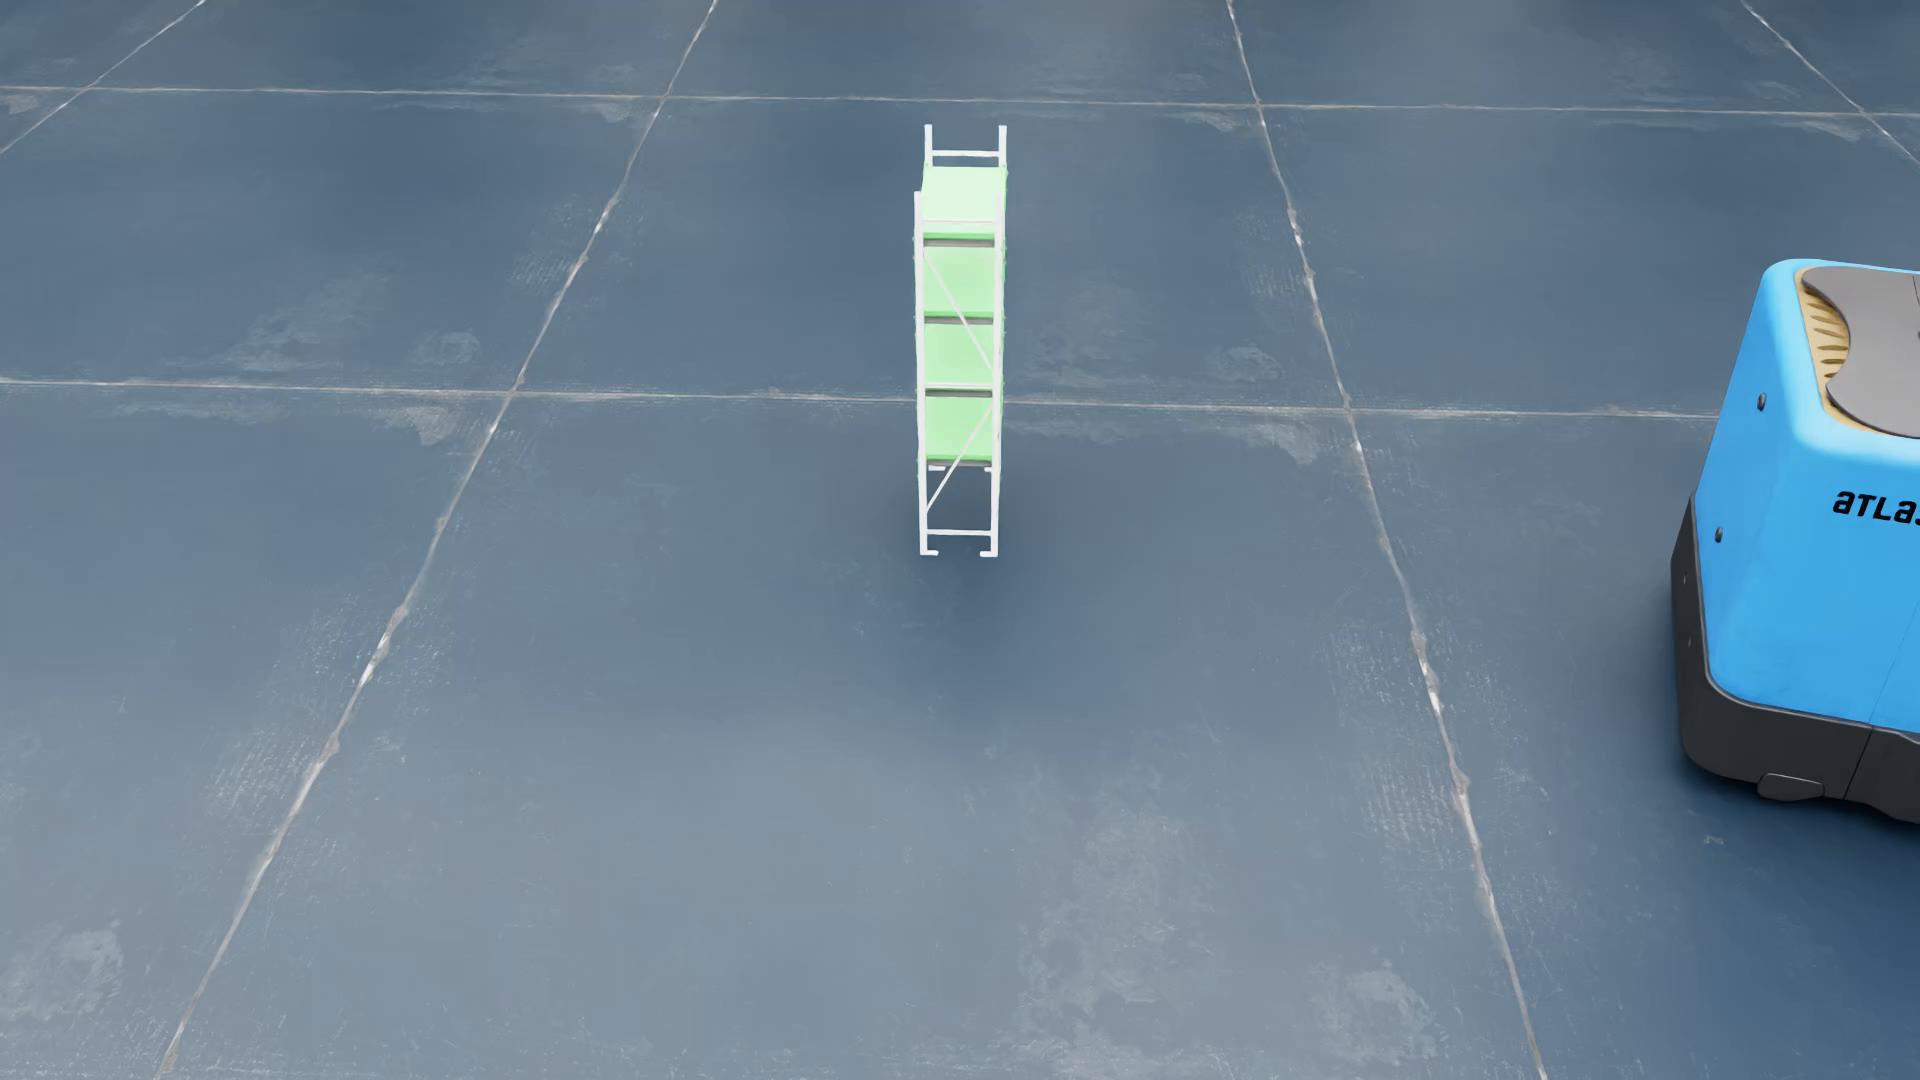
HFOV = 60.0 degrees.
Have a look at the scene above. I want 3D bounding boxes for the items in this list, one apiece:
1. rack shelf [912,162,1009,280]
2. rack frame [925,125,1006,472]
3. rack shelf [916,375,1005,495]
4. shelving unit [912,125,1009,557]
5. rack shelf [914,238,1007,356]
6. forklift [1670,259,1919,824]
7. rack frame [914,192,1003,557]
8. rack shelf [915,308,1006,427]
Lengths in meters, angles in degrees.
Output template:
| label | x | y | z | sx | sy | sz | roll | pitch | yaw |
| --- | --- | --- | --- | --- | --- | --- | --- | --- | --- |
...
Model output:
| label | x | y | z | sx | sy | sz | roll | pitch | yaw |
| --- | --- | --- | --- | --- | --- | --- | --- | --- | --- |
| rack shelf | 0.007 | -0.926 | 4.801 | 0.258 | 0.148 | 0.480 | 1 | 35 | 2 |
| rack frame | 0.016 | -0.726 | 5.240 | 0.240 | 1.200 | 0.015 | 1 | 35 | 2 |
| rack shelf | 0.007 | -0.337 | 5.215 | 0.258 | 0.148 | 0.480 | 1 | 35 | 2 |
| shelving unit | 0.007 | -0.586 | 5.040 | 0.258 | 1.200 | 0.503 | 1 | 35 | 2 |
| rack shelf | 0.007 | -0.730 | 4.939 | 0.258 | 0.148 | 0.480 | 1 | 35 | 2 |
| forklift | 3.466 | -0.579 | 3.524 | 3.031 | 2.935 | 1.130 | 10 | 36 | 14 |
| rack frame | -0.003 | -0.446 | 4.841 | 0.240 | 1.200 | 0.015 | 1 | 35 | 2 |
| rack shelf | 0.007 | -0.534 | 5.077 | 0.258 | 0.148 | 0.480 | 1 | 35 | 2 |
